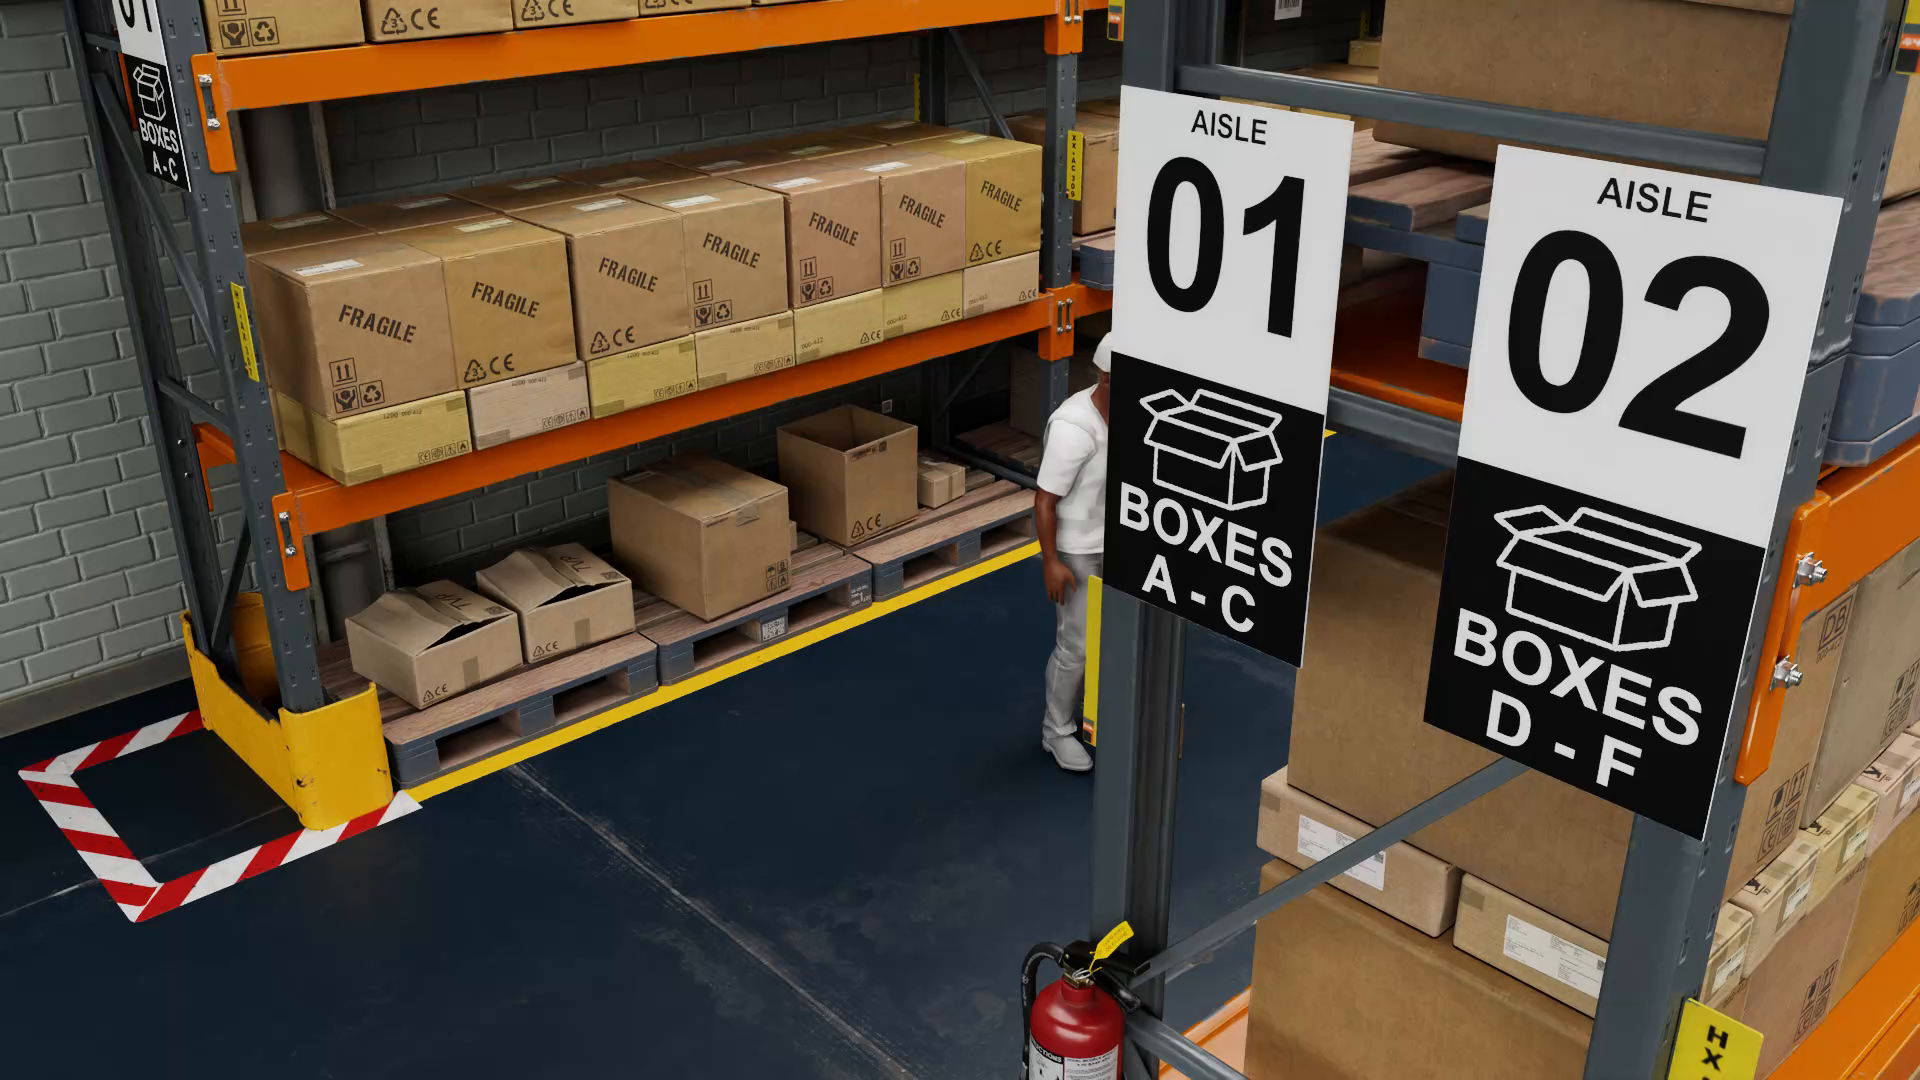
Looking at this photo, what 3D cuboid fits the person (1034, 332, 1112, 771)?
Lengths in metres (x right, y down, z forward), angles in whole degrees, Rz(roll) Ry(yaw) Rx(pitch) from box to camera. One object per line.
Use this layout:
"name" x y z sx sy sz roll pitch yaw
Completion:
"person" 0.554 0.020 6.537 0.627 1.760 0.460 -21 31 -38
